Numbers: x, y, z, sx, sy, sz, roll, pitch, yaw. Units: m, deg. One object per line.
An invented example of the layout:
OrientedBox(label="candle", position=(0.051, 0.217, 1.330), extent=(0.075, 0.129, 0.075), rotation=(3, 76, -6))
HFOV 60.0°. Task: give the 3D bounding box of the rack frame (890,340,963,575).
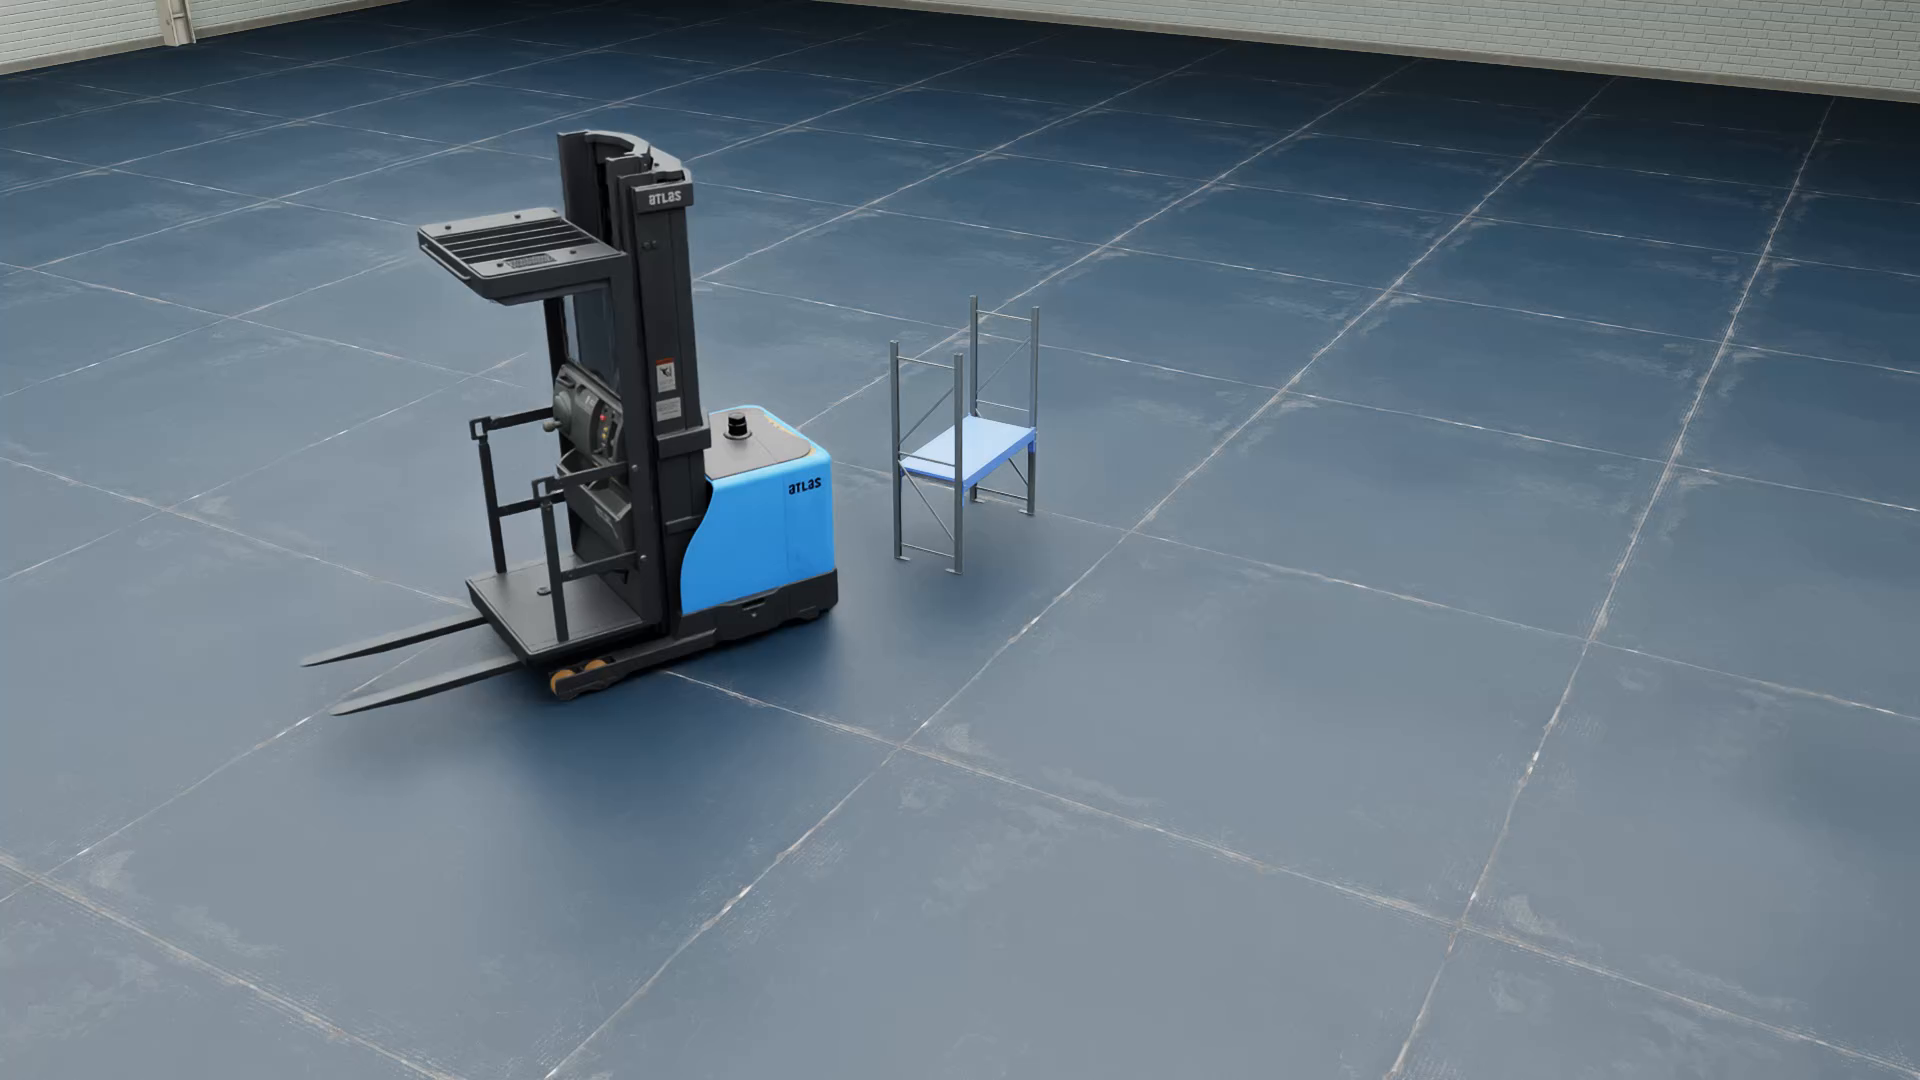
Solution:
OrientedBox(label="rack frame", position=(-0.208, -0.506, 10.505), extent=(0.500, 1.500, 0.032), rotation=(14, 30, 26))

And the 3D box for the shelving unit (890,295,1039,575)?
OrientedBox(label="shelving unit", position=(0.042, -0.704, 10.901), extent=(0.538, 1.500, 1.048), rotation=(14, 30, 26))

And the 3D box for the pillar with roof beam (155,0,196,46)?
OrientedBox(label="pillar with roof beam", position=(-9.226, -11.334, 23.759), extent=(9.100, 9.000, 0.400), rotation=(14, 30, 26))

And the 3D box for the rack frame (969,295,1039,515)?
OrientedBox(label="rack frame", position=(0.292, -0.902, 11.296), extent=(0.500, 1.500, 0.032), rotation=(14, 30, 26))

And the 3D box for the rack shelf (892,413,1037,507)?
OrientedBox(label="rack shelf", position=(0.042, -0.543, 10.981), extent=(0.538, 0.185, 1.000), rotation=(14, 30, 26))

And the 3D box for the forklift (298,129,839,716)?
OrientedBox(label="forklift", position=(-2.260, -0.679, 9.253), extent=(3.031, 2.935, 1.130), rotation=(-17, 31, -30))
